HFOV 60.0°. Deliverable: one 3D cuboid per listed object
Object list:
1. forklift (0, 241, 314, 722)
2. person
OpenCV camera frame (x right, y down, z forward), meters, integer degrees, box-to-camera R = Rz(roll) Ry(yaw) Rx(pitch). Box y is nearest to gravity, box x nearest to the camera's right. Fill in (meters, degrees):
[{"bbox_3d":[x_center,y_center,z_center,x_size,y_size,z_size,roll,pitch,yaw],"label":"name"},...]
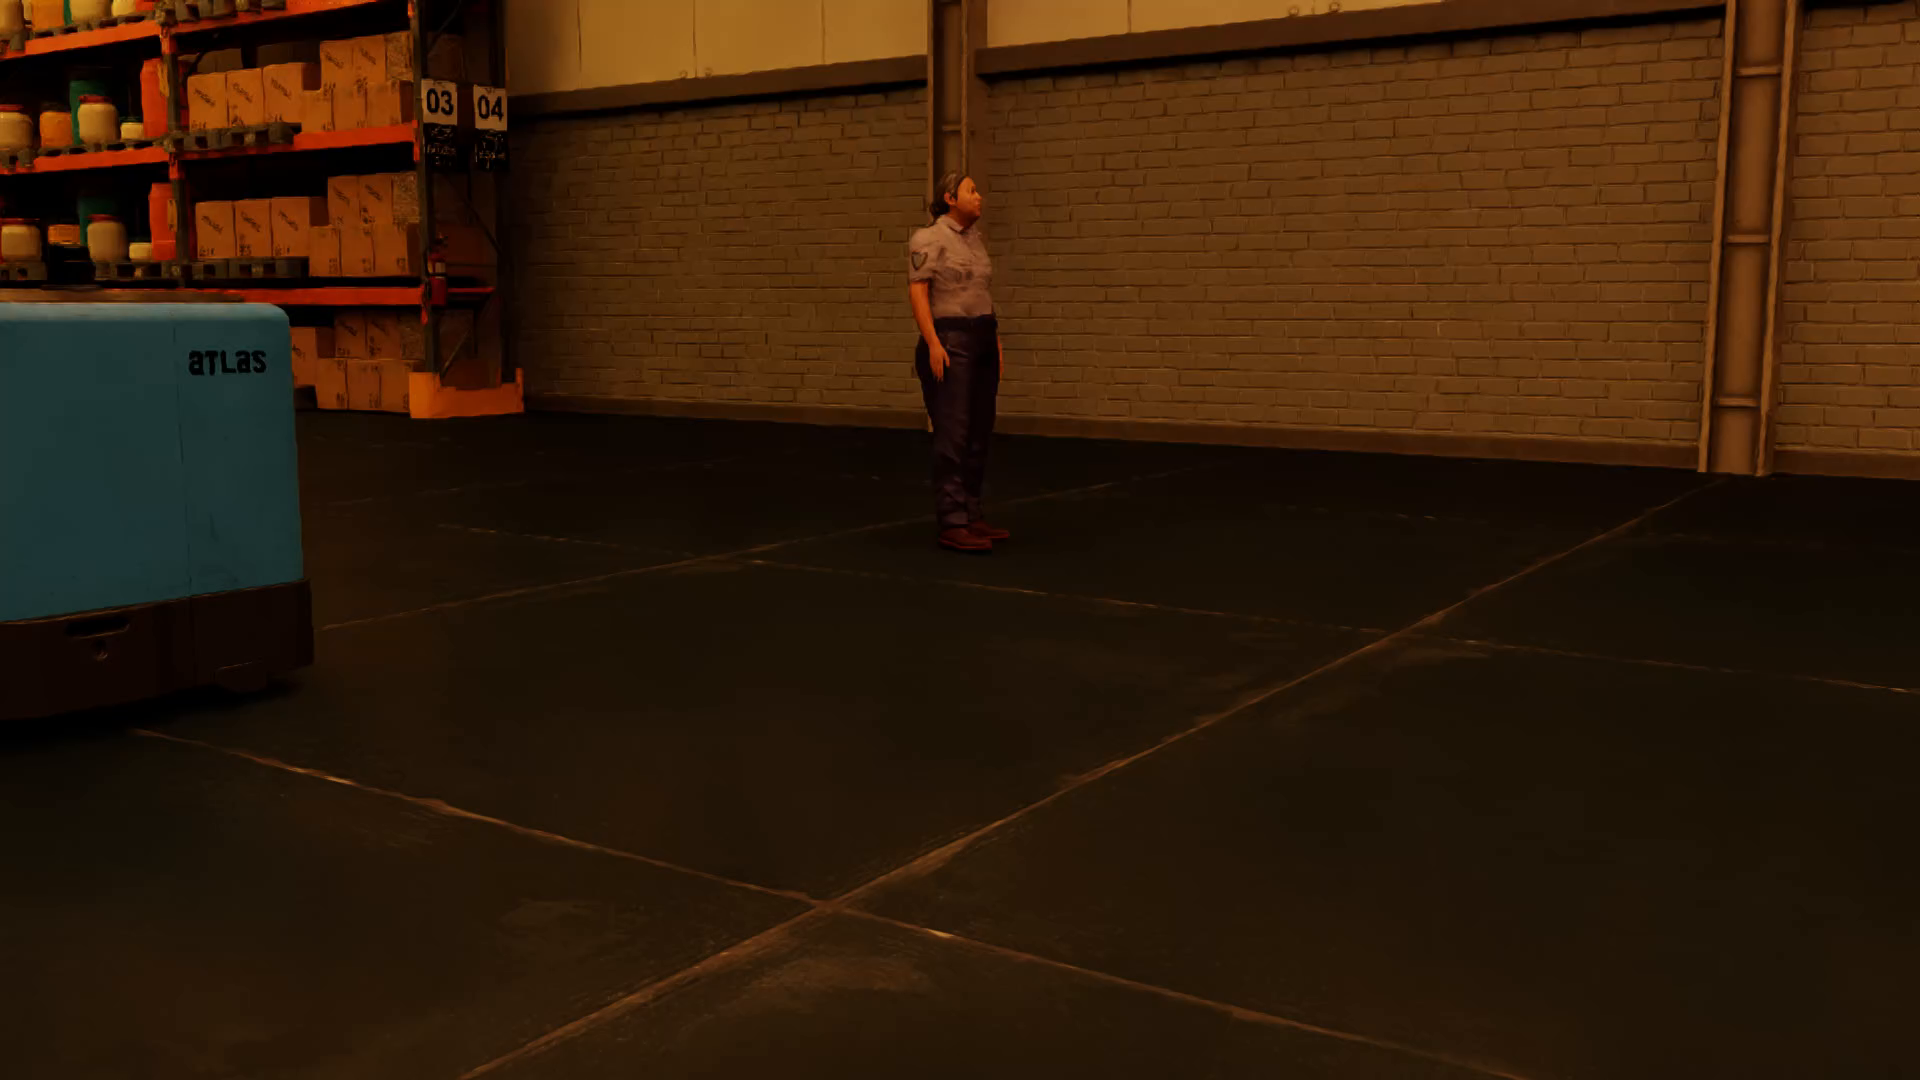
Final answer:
[{"bbox_3d":[-3.131,-0.916,3.631,1.130,2.935,3.031,7,10,39],"label":"forklift"},{"bbox_3d":[0.062,-0.813,7.418,0.502,1.650,0.599,5,10,34],"label":"person"}]
